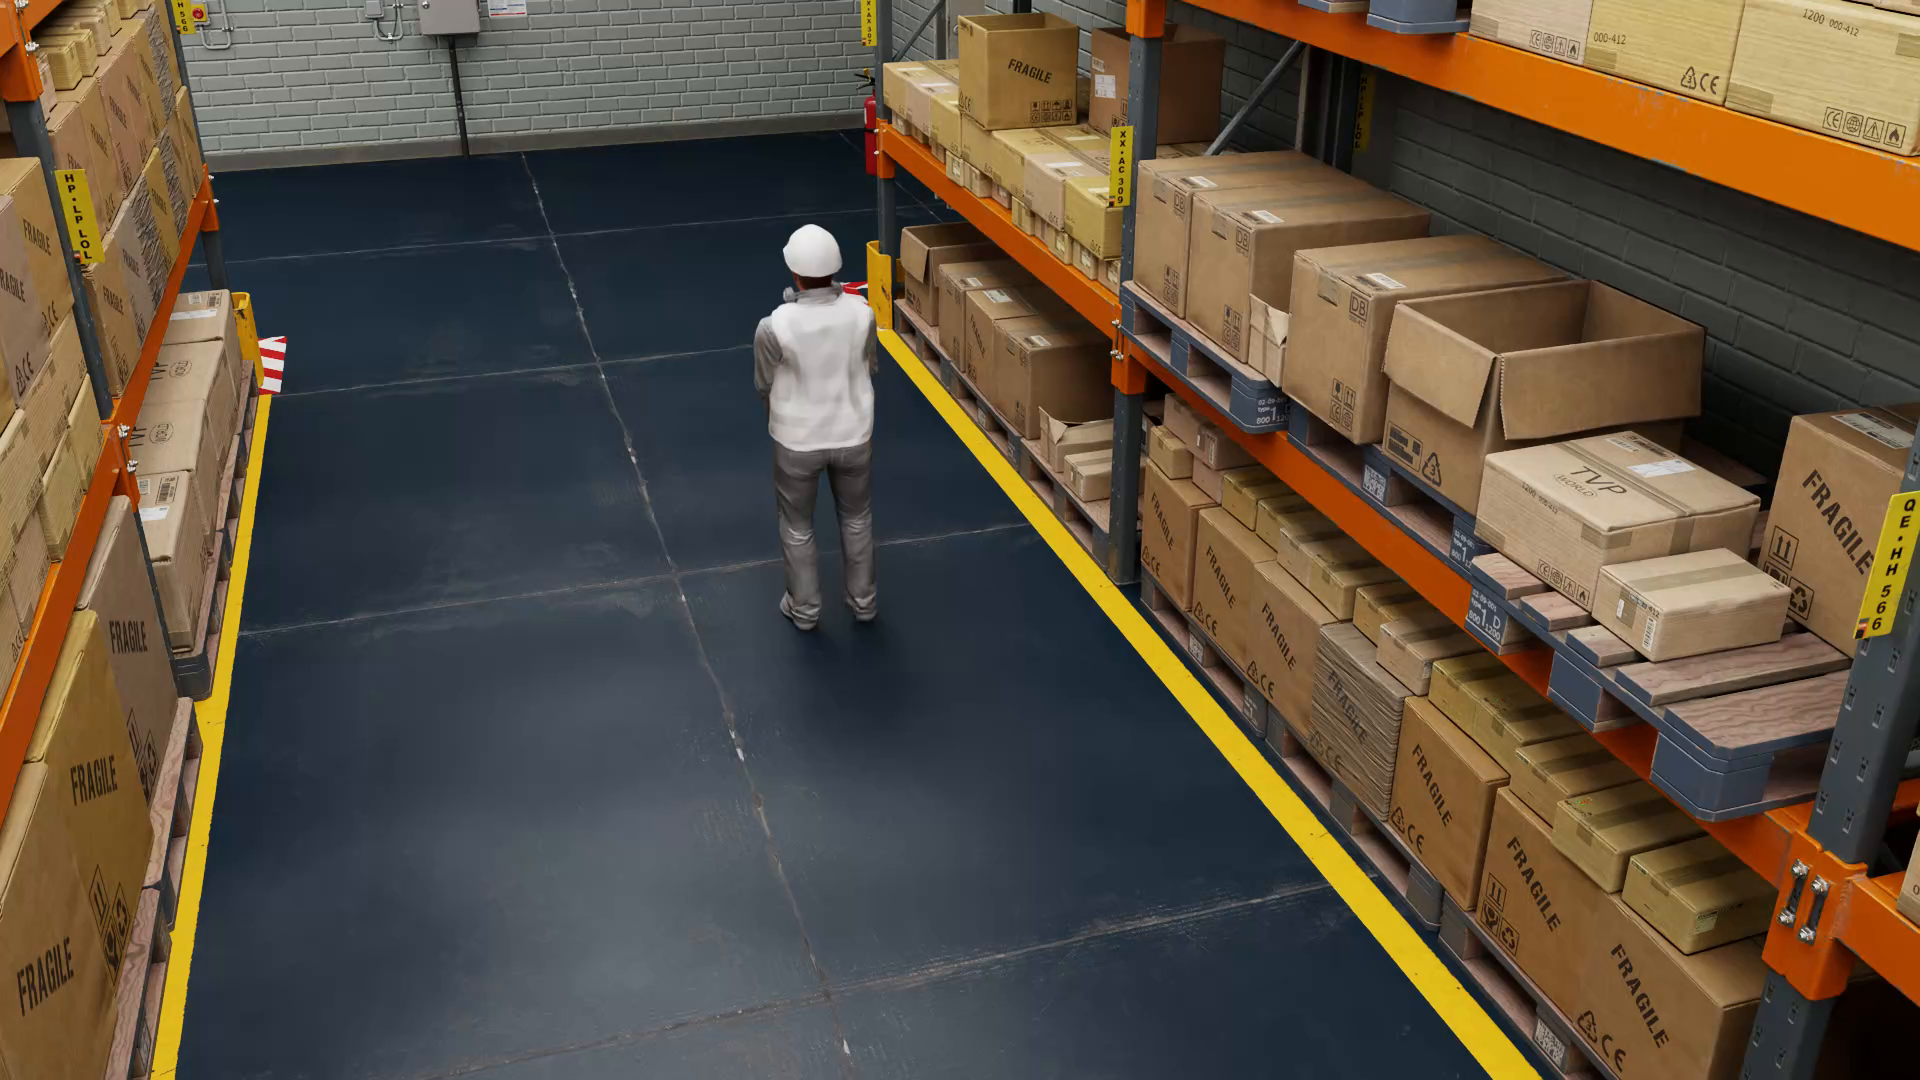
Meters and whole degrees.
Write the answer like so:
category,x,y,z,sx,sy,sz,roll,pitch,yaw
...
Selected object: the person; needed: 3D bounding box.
category,x,y,z,sx,sy,sz,roll,pitch,yaw
person,-0.609,-0.481,7.055,0.532,1.779,0.522,-8,27,-17
